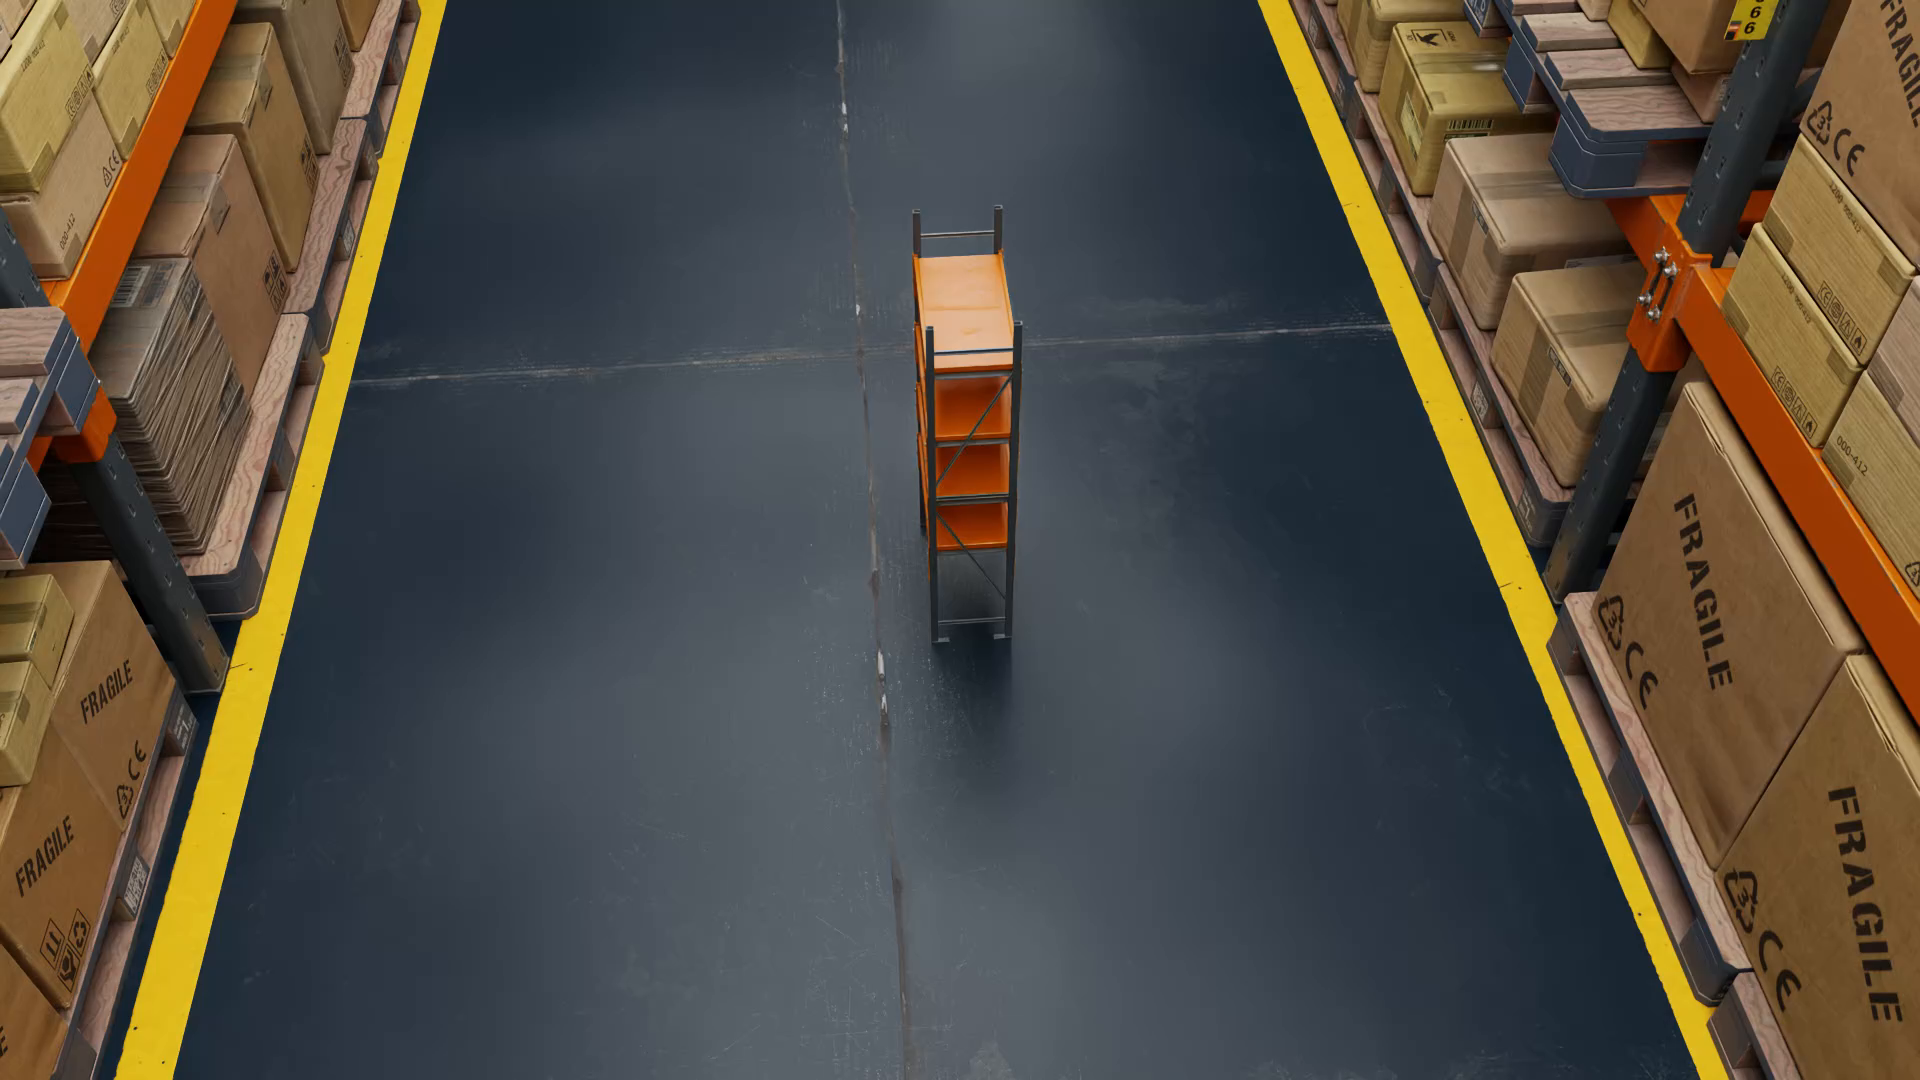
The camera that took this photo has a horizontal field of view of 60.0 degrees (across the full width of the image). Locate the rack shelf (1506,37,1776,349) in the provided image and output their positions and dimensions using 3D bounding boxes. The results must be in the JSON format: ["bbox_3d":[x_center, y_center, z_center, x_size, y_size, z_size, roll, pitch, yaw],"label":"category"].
[{"bbox_3d":[2.133,-2.103,5.671,1.077,0.370,4.000,-3,47,-3],"label":"rack shelf"}]

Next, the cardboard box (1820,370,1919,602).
[{"bbox_3d":[2.151,-0.112,3.393,0.500,0.250,0.500,-5,47,-4],"label":"cardboard box"}]

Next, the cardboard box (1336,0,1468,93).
[{"bbox_3d":[2.075,-2.138,6.730,0.950,0.372,0.625,-1,47,-1],"label":"cardboard box"}]

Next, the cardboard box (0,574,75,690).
[{"bbox_3d":[-2.352,0.236,3.947,0.380,0.149,0.250,-6,47,-5],"label":"cardboard box"}]

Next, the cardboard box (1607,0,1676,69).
[{"bbox_3d":[1.944,-1.373,4.369,0.380,0.149,0.250,-3,47,-3],"label":"cardboard box"}]

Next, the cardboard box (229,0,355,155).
[{"bbox_3d":[-2.869,-1.882,6.312,0.875,0.625,0.625,-4,47,-4],"label":"cardboard box"}]

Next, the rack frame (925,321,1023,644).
[{"bbox_3d":[0.034,-0.116,4.534,0.240,1.200,0.015,-3,47,-3],"label":"rack frame"}]

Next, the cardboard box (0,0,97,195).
[{"bbox_3d":[-2.415,-1.056,3.943,0.500,0.250,0.500,-4,47,-3],"label":"cardboard box"}]

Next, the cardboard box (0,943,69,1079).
[{"bbox_3d":[-2.318,1.151,3.527,0.500,0.500,0.500,-2,47,-2],"label":"cardboard box"}]

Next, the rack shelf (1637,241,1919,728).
[{"bbox_3d":[2.468,0.791,2.930,1.077,0.370,4.000,-3,47,-3],"label":"rack shelf"}]

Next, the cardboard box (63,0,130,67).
[{"bbox_3d":[-2.480,-1.417,4.285,0.500,0.250,0.500,-2,47,-2],"label":"cardboard box"}]

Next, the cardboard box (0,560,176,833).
[{"bbox_3d":[-2.396,0.410,4.229,0.500,0.500,0.500,-2,47,-2],"label":"cardboard box"}]

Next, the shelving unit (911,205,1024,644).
[{"bbox_3d":[0.014,-0.293,4.701,0.258,1.200,0.503,-3,47,-3],"label":"shelving unit"}]

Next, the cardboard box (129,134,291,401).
[{"bbox_3d":[-2.747,-0.851,5.336,0.875,0.625,0.625,-2,47,-2],"label":"cardboard box"}]

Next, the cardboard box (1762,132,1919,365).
[{"bbox_3d":[2.096,-0.642,3.551,0.500,0.250,0.500,-4,47,-4],"label":"cardboard box"}]

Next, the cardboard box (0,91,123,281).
[{"bbox_3d":[-2.439,-0.883,4.123,0.500,0.250,0.500,-3,47,-3],"label":"cardboard box"}]

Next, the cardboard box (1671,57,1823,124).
[{"bbox_3d":[2.038,-1.184,4.189,0.380,0.149,0.250,-2,47,-2],"label":"cardboard box"}]

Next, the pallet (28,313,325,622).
[{"bbox_3d":[-2.676,-0.238,5.330,1.003,0.211,1.213,-3,47,-3],"label":"pallet"}]

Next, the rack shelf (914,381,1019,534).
[{"bbox_3d":[0.014,-0.247,4.750,0.258,0.148,0.480,-3,47,-3],"label":"rack shelf"}]

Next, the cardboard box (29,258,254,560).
[{"bbox_3d":[-2.684,-0.378,4.889,0.875,0.625,0.625,-2,47,-2],"label":"cardboard box"}]

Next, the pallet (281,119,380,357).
[{"bbox_3d":[-2.775,-1.118,6.164,1.003,0.211,1.213,-3,47,-3],"label":"pallet"}]

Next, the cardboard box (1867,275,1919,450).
[{"bbox_3d":[2.139,-0.268,3.196,0.500,0.250,0.500,-2,47,-2],"label":"cardboard box"}]

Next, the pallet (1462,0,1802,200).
[{"bbox_3d":[2.134,-1.346,4.591,1.213,0.211,1.003,-3,47,-3],"label":"pallet"}]

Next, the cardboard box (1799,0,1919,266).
[{"bbox_3d":[2.098,-0.909,3.288,0.500,0.500,0.500,-5,47,-5],"label":"cardboard box"}]

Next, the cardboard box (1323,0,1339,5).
[{"bbox_3d":[2.012,-2.658,7.222,0.950,0.372,0.625,-3,47,-3],"label":"cardboard box"}]

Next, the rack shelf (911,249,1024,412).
[{"bbox_3d":[0.014,-0.563,4.416,0.258,0.148,0.480,-3,47,-3],"label":"rack shelf"}]

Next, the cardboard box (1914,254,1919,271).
[{"bbox_3d":[2.149,-0.551,2.948,0.500,0.500,0.500,-3,47,-3],"label":"cardboard box"}]

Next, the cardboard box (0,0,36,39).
[{"bbox_3d":[-2.403,-1.297,3.897,0.380,0.149,0.250,-3,47,-2],"label":"cardboard box"}]

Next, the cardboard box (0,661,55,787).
[{"bbox_3d":[-2.298,0.431,3.761,0.380,0.149,0.250,-6,47,-5],"label":"cardboard box"}]

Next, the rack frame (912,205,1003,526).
[{"bbox_3d":[-0.007,-0.469,4.868,0.240,1.200,0.015,-3,47,-3],"label":"rack frame"}]

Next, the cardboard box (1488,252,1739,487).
[{"bbox_3d":[2.263,-0.553,5.228,0.950,0.372,0.625,-6,47,-6],"label":"cardboard box"}]

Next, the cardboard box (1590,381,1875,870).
[{"bbox_3d":[2.275,0.188,4.180,0.875,0.875,0.875,-4,47,-4],"label":"cardboard box"}]

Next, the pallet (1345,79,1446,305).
[{"bbox_3d":[2.137,-1.390,6.421,1.003,0.211,1.213,-3,47,-3],"label":"pallet"}]

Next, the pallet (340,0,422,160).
[{"bbox_3d":[-2.880,-2.003,7.002,1.003,0.211,1.213,-3,47,-3],"label":"pallet"}]

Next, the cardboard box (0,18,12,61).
[{"bbox_3d":[-2.379,-1.104,3.714,0.380,0.149,0.250,-2,47,-2],"label":"cardboard box"}]

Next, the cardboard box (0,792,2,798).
[{"bbox_3d":[-2.320,0.624,3.578,0.380,0.149,0.250,-5,47,-5],"label":"cardboard box"}]

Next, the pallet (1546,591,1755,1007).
[{"bbox_3d":[2.291,0.631,4.507,1.003,0.211,1.213,-3,47,-3],"label":"pallet"}]

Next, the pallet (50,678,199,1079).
[{"bbox_3d":[-2.621,0.903,4.250,1.003,0.211,1.213,-3,47,-3],"label":"pallet"}]

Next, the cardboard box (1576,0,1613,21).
[{"bbox_3d":[1.878,-1.553,4.539,0.380,0.149,0.250,-4,47,-4],"label":"cardboard box"}]

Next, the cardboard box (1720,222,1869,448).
[{"bbox_3d":[2.090,-0.482,3.744,0.500,0.250,0.500,-4,47,-4],"label":"cardboard box"}]

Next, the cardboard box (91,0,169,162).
[{"bbox_3d":[-2.477,-1.247,4.468,0.500,0.250,0.500,-4,47,-4],"label":"cardboard box"}]

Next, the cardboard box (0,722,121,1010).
[{"bbox_3d":[-2.365,0.772,3.885,0.500,0.500,0.500,-4,47,-4],"label":"cardboard box"}]

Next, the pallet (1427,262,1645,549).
[{"bbox_3d":[2.236,-0.510,5.587,1.003,0.211,1.213,-3,47,-3],"label":"pallet"}]

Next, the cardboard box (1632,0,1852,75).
[{"bbox_3d":[1.985,-1.496,4.038,0.500,0.500,0.500,-5,47,-4],"label":"cardboard box"}]

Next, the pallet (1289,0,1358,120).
[{"bbox_3d":[2.032,-2.275,7.259,1.003,0.211,1.213,-3,47,-3],"label":"pallet"}]

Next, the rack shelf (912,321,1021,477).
[{"bbox_3d":[0.014,-0.400,4.587,0.258,0.148,0.480,-3,47,-3],"label":"rack shelf"}]

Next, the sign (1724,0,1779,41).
[{"bbox_3d":[1.760,-1.234,3.610,0.100,0.325,0.005,-3,47,-3],"label":"sign"}]

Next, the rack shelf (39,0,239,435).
[{"bbox_3d":[-2.813,-1.798,5.383,1.077,0.370,4.000,-3,47,-3],"label":"rack shelf"}]

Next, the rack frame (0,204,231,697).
[{"bbox_3d":[-2.646,-0.598,3.751,1.000,3.000,0.127,-3,47,-3],"label":"rack frame"}]

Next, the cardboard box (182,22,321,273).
[{"bbox_3d":[-2.804,-1.338,5.797,0.875,0.625,0.625,-5,47,-5],"label":"cardboard box"}]

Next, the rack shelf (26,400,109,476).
[{"bbox_3d":[-2.478,1.096,2.642,1.077,0.370,4.000,-3,47,-3],"label":"rack shelf"}]

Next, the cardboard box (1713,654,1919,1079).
[{"bbox_3d":[2.346,0.834,3.569,0.875,0.875,0.875,-3,47,-3],"label":"cardboard box"}]

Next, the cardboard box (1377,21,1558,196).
[{"bbox_3d":[2.135,-1.636,6.254,0.950,0.372,0.625,-2,47,-2],"label":"cardboard box"}]

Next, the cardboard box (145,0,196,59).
[{"bbox_3d":[-2.527,-1.619,4.821,0.500,0.250,0.500,-5,47,-5],"label":"cardboard box"}]

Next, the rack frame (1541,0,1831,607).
[{"bbox_3d":[2.300,-0.903,4.039,1.000,3.000,0.127,-3,47,-3],"label":"rack frame"}]

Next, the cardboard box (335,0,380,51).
[{"bbox_3d":[-2.926,-2.444,6.845,0.875,0.625,0.625,-2,47,-2],"label":"cardboard box"}]

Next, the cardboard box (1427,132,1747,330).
[{"bbox_3d":[2.193,-1.086,5.734,0.950,0.372,0.625,-4,47,-4],"label":"cardboard box"}]

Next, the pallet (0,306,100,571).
[{"bbox_3d":[-2.519,-0.046,3.360,1.213,0.211,1.003,-3,47,-3],"label":"pallet"}]

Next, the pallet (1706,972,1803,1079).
[{"bbox_3d":[2.390,1.512,3.673,1.003,0.211,1.213,-3,47,-3],"label":"pallet"}]

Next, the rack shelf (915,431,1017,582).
[{"bbox_3d":[0.014,-0.110,4.894,0.258,0.148,0.480,-3,47,-3],"label":"rack shelf"}]
